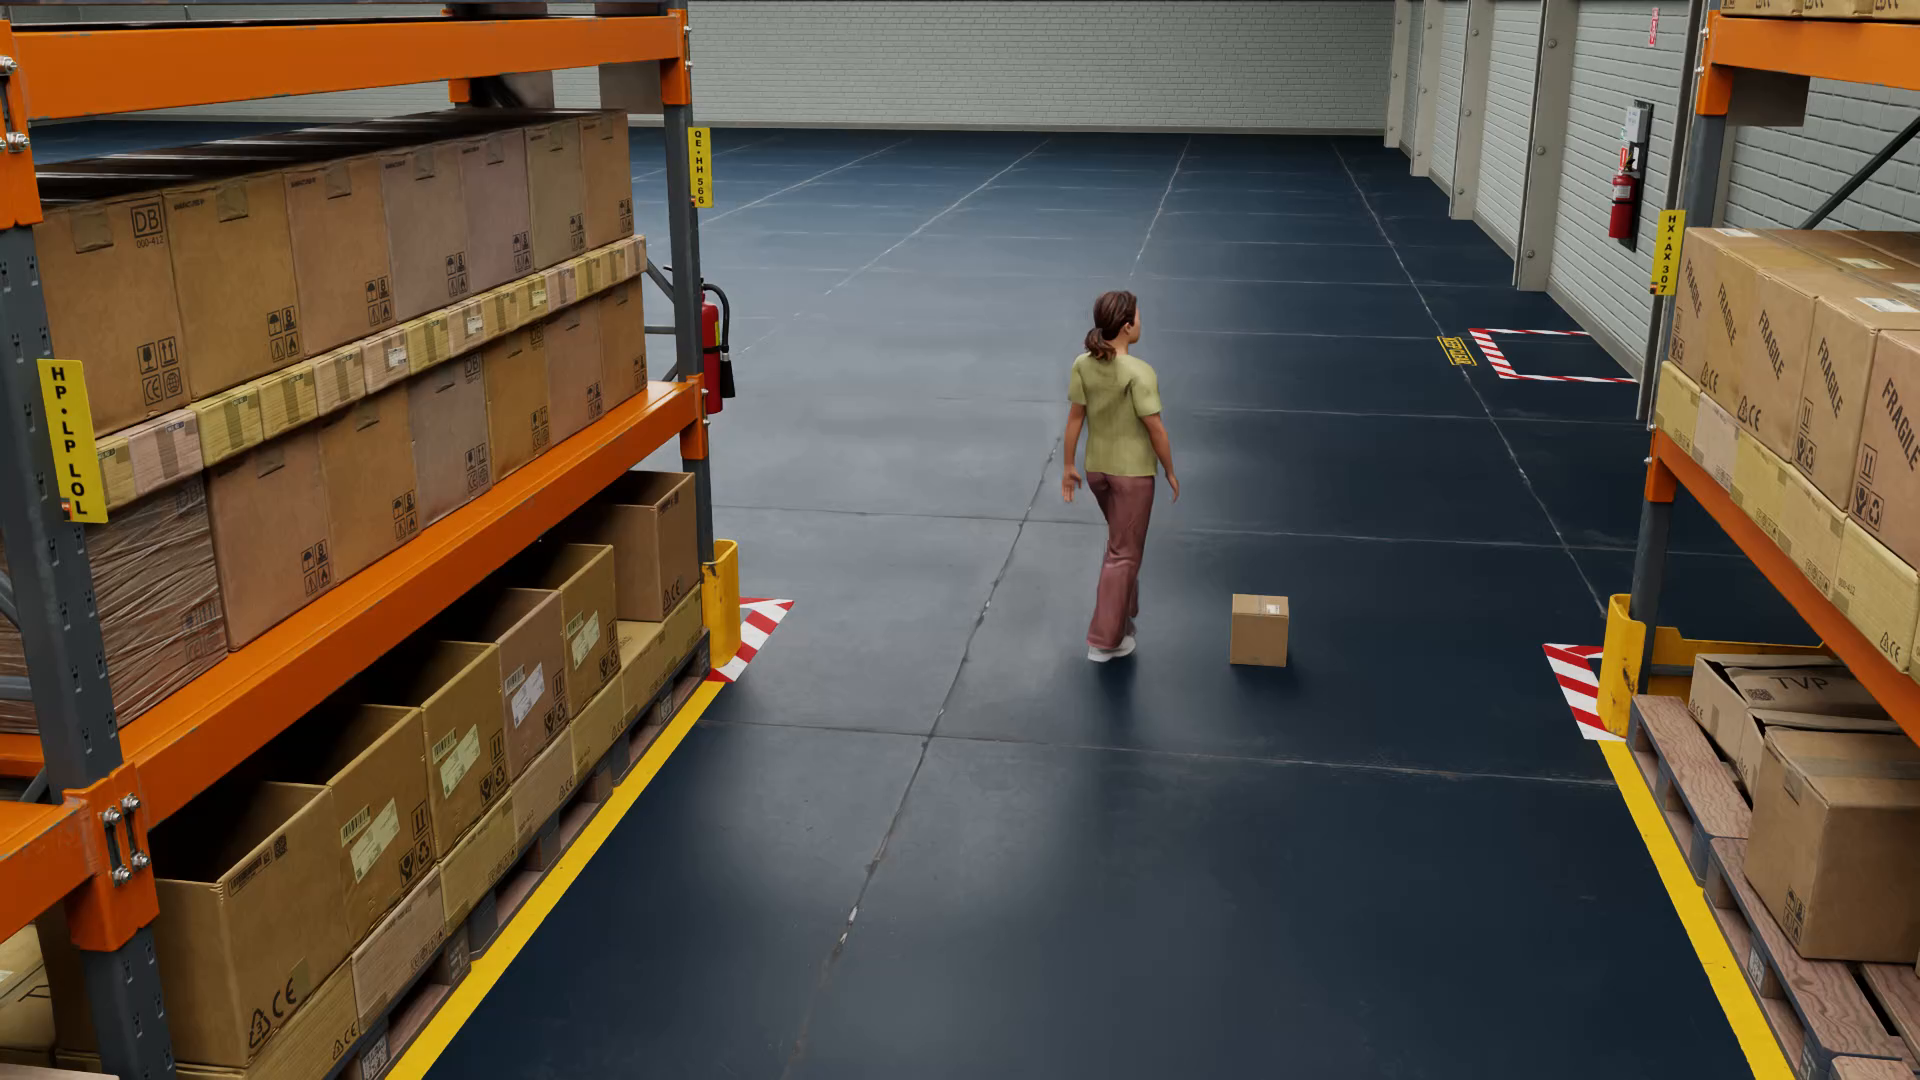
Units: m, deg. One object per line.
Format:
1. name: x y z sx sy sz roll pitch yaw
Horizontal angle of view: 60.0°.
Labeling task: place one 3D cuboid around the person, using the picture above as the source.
1. person: 0.750 -0.270 7.412 0.529 1.710 0.489 -17 24 -42
